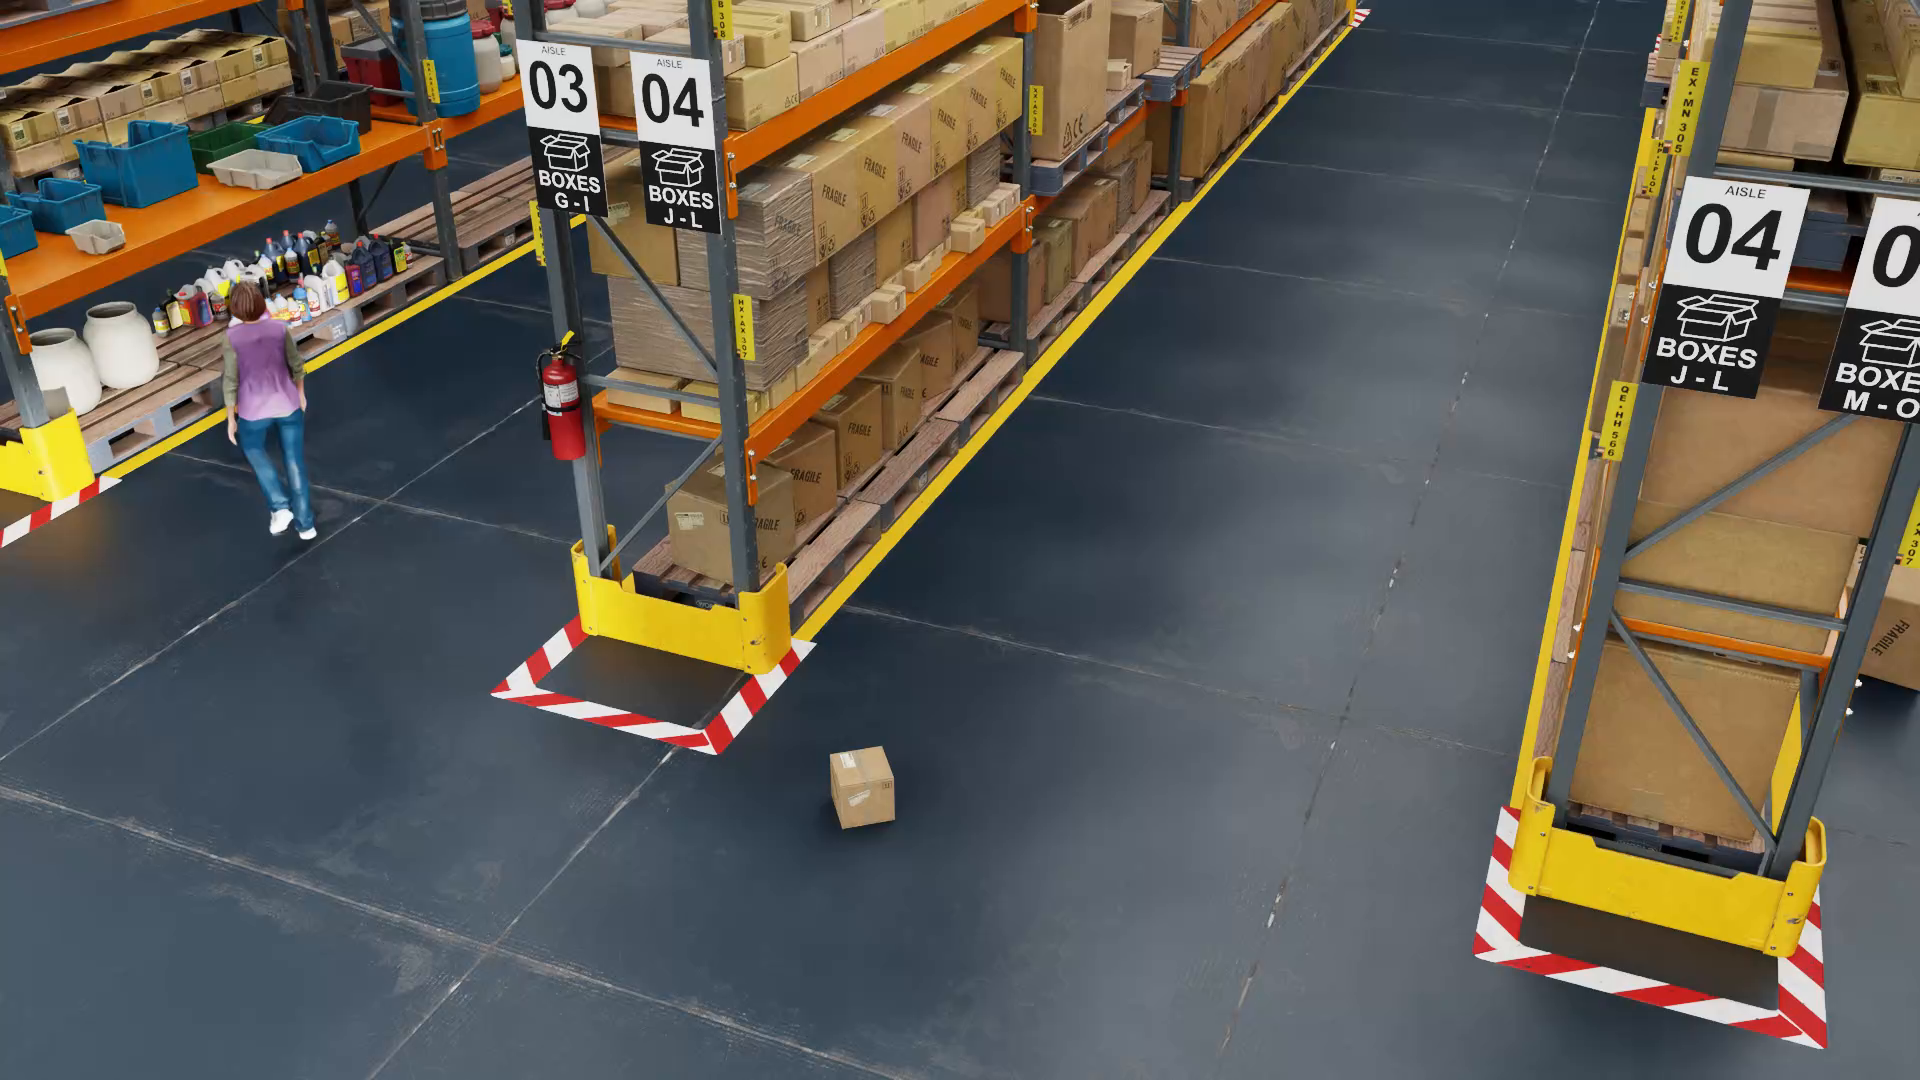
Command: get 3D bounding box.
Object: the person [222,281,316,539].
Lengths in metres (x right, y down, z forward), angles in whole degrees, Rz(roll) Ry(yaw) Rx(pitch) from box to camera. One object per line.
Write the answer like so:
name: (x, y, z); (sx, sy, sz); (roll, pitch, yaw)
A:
person: (-4.012, -0.738, 9.643); (0.491, 1.622, 0.455); (-17, 34, -27)
